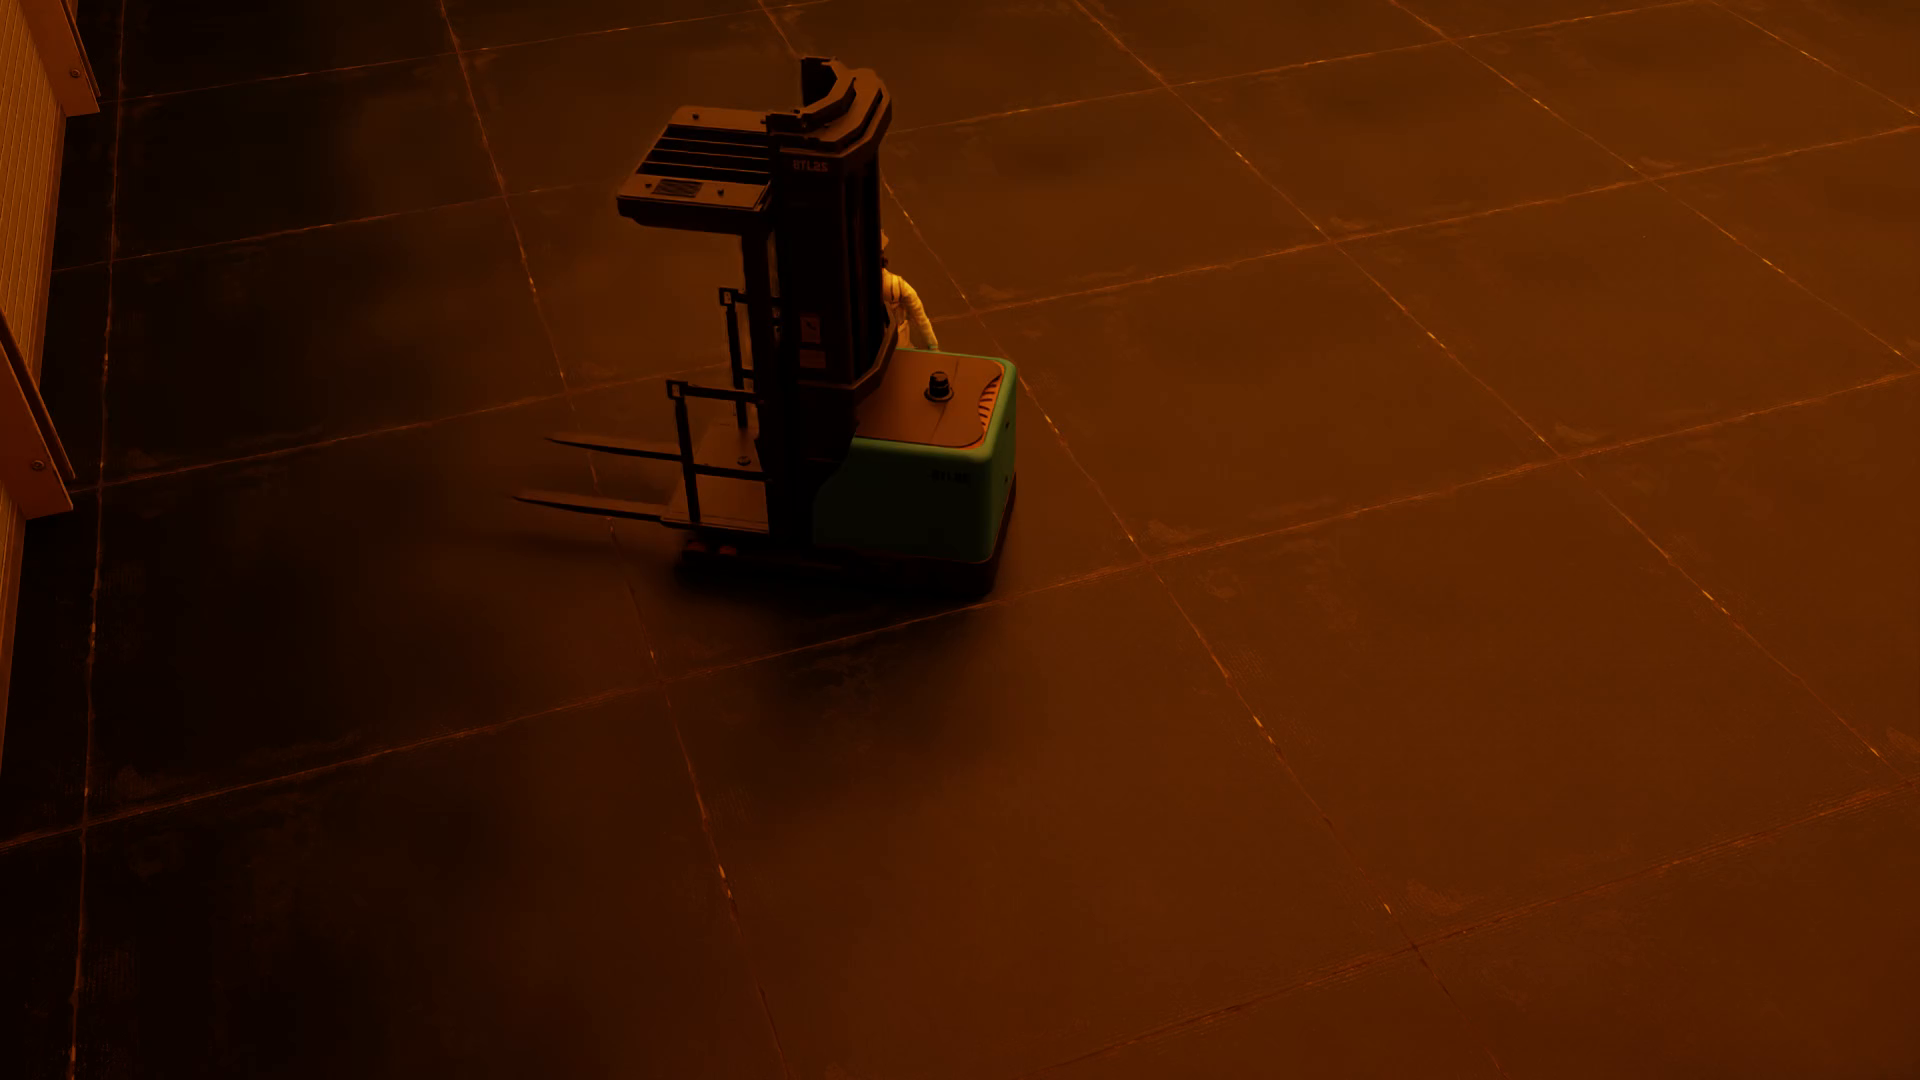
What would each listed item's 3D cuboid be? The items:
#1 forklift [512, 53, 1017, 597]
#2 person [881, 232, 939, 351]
[{"bbox_3d":[-1.216,-1.250,9.485,3.031,2.935,1.130,7,41,8],"label":"forklift"},{"bbox_3d":[-0.443,-1.259,10.557,0.614,1.582,0.802,-2,40,-3],"label":"person"}]
